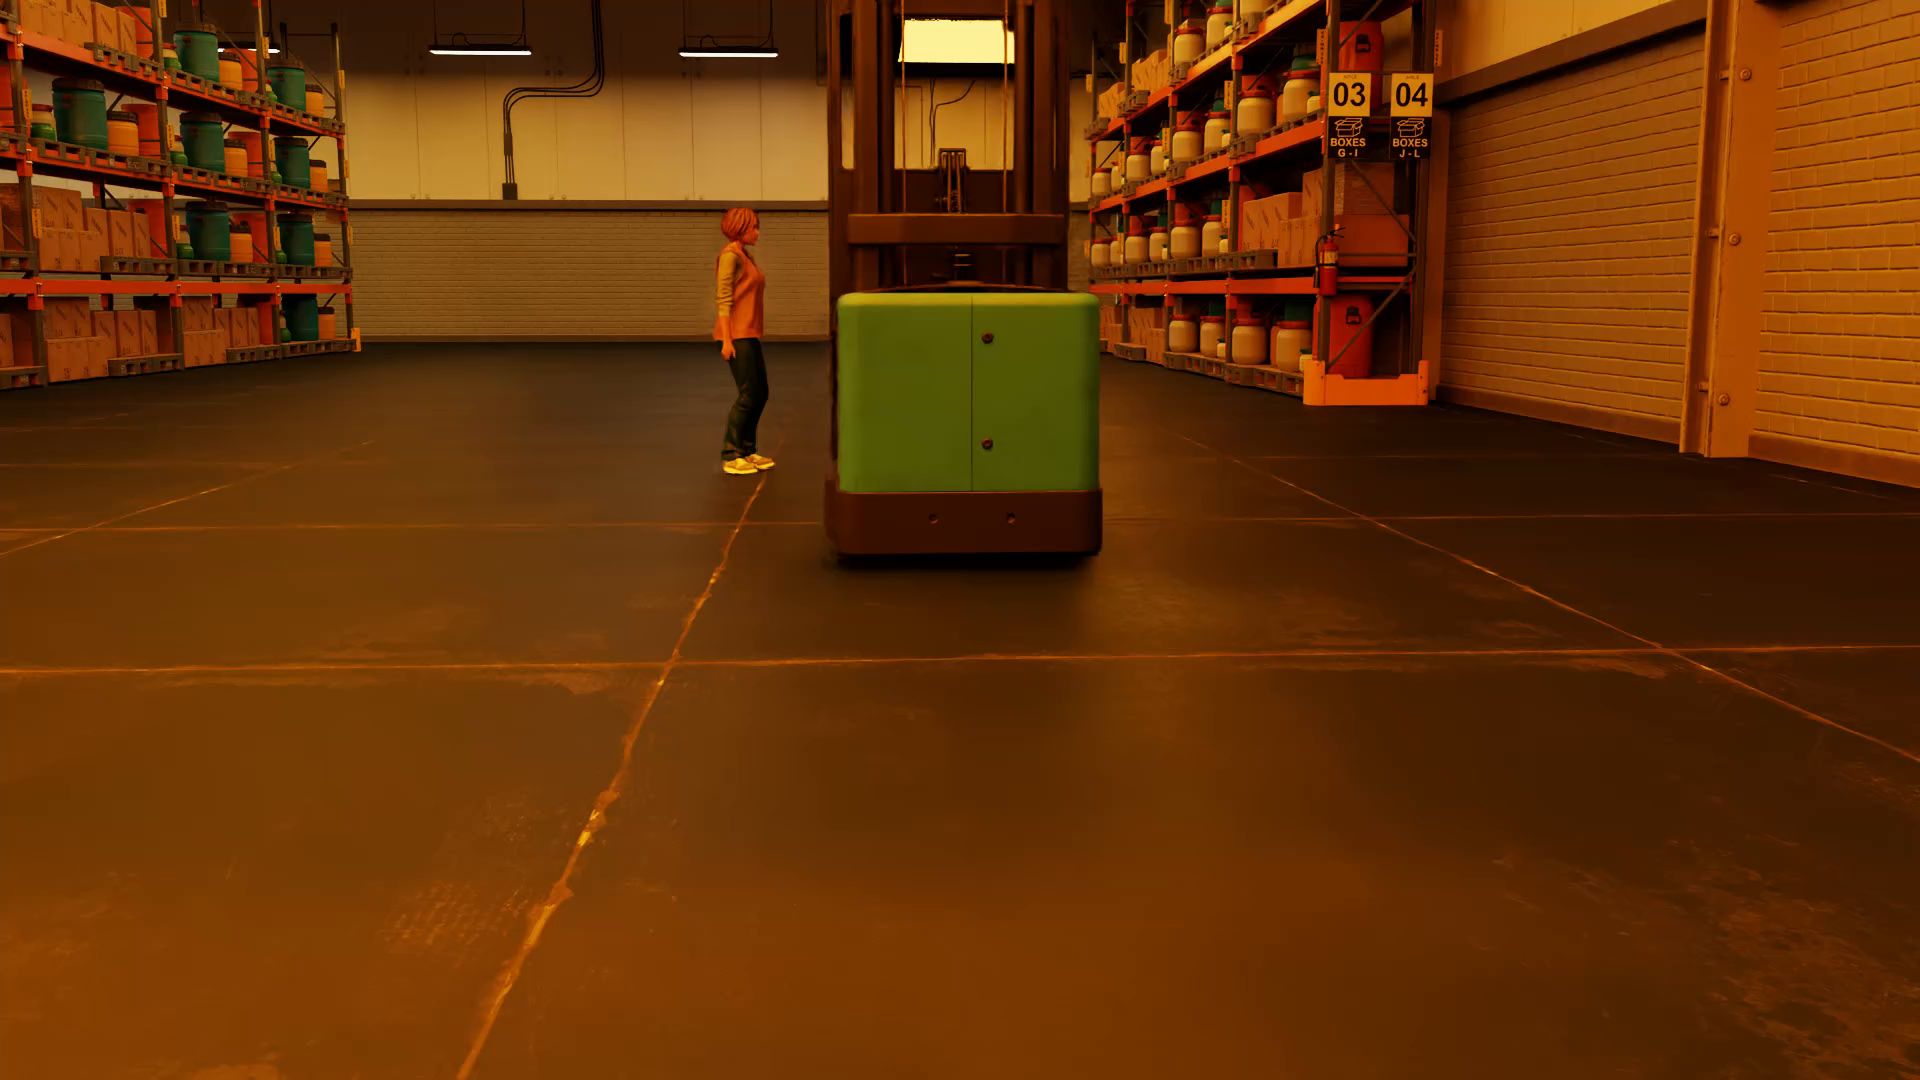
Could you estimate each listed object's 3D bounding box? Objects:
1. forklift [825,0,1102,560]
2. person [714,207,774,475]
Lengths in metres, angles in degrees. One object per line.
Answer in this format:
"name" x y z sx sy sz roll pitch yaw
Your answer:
"forklift" -0.073 -1.549 7.764 1.130 2.935 3.031 -1 8 -5
"person" -1.311 -1.201 10.019 0.323 1.584 0.553 1 8 5
